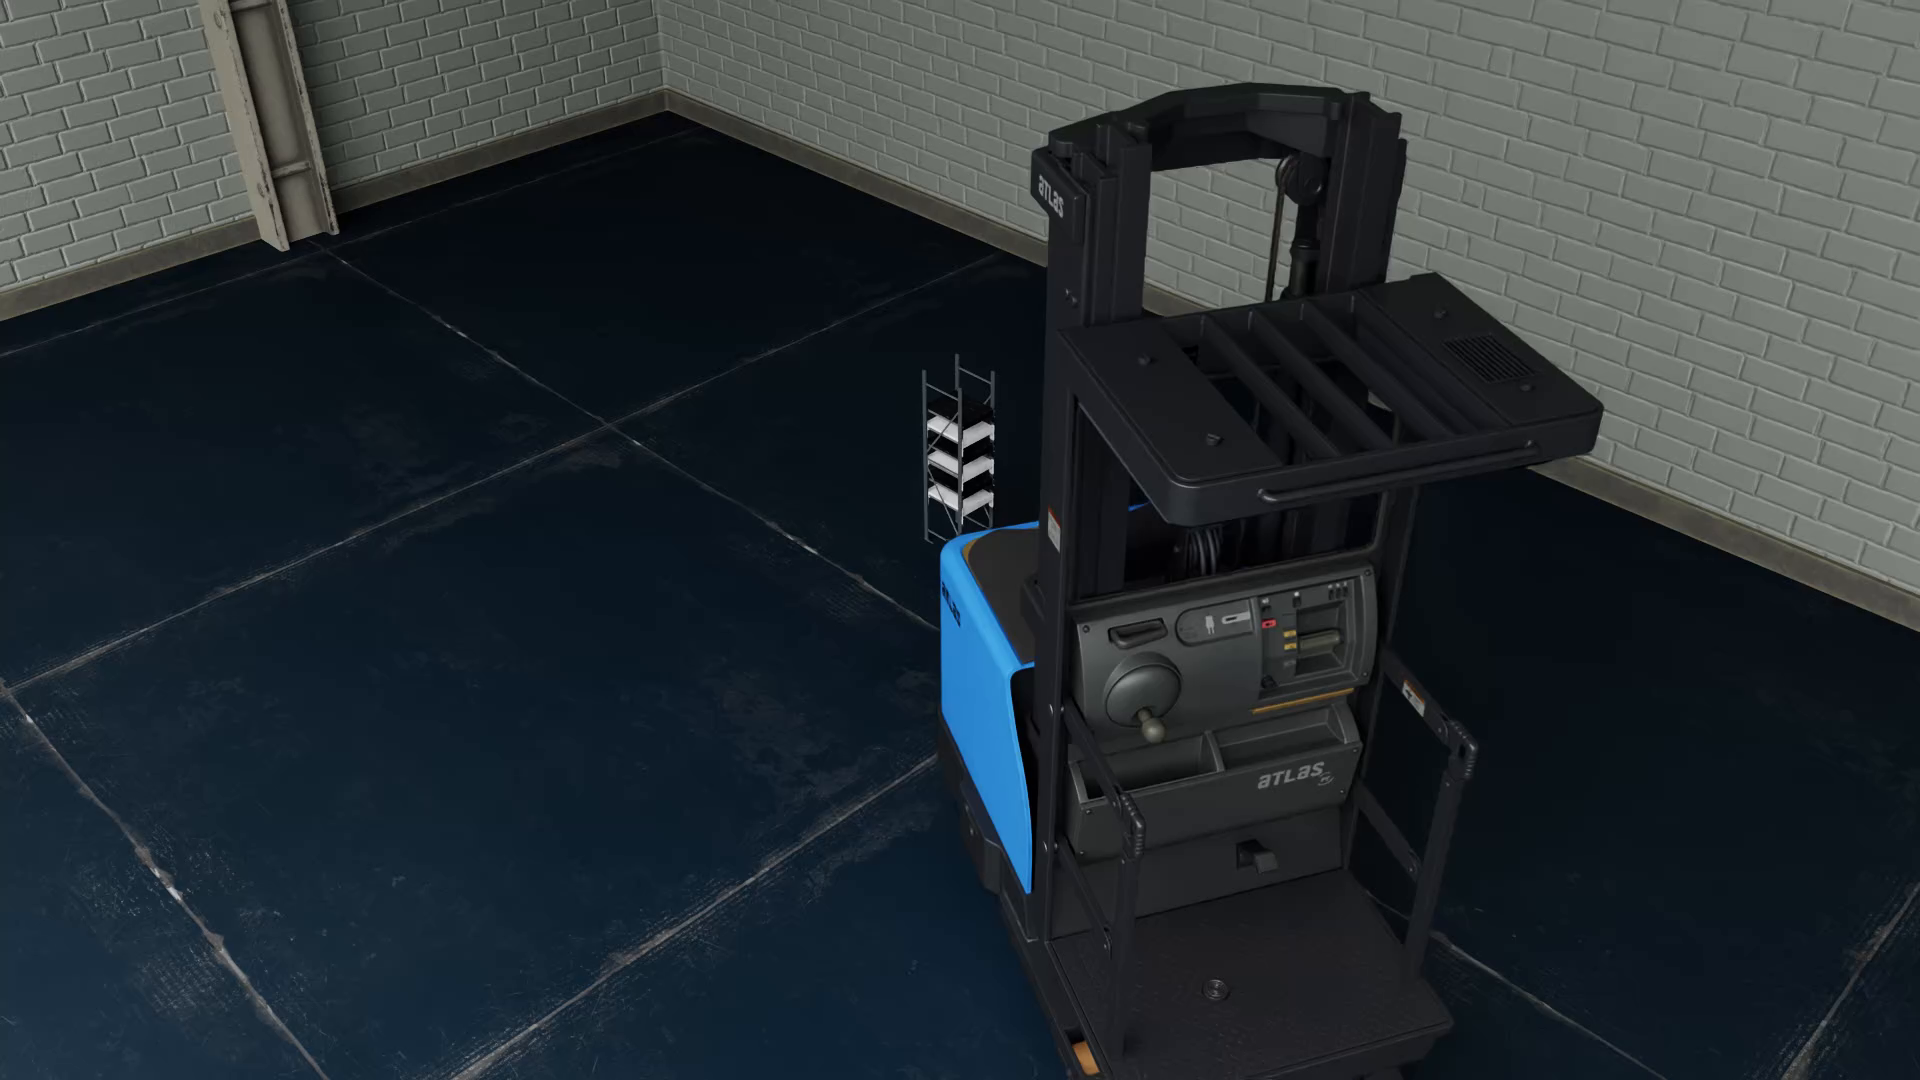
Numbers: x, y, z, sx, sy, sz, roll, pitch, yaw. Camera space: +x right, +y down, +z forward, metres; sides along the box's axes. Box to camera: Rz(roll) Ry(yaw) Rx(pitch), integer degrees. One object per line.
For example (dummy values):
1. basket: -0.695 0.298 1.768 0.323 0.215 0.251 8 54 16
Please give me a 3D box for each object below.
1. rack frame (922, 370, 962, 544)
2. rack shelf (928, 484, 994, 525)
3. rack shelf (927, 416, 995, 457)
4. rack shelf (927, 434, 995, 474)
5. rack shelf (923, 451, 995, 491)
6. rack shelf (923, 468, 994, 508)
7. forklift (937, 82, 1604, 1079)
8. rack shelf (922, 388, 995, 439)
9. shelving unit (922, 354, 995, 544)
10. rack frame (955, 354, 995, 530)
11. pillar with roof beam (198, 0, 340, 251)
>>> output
1. rack frame: -0.077 -0.325 7.429 0.240 0.900 0.006 30 45 35
2. rack shelf: -0.006 -0.191 7.610 0.258 0.077 0.200 30 45 35
3. rack shelf: -0.006 -0.486 7.404 0.258 0.077 0.200 30 45 35
4. rack shelf: -0.006 -0.412 7.455 0.258 0.077 0.200 30 45 35
5. rack shelf: -0.006 -0.338 7.507 0.258 0.077 0.200 30 45 35
6. rack shelf: -0.006 -0.265 7.558 0.258 0.077 0.200 30 45 35
7. forklift: 0.845 0.388 4.631 1.130 2.935 3.031 -10 36 -14
8. rack shelf: -0.006 -0.560 7.352 0.258 0.077 0.200 30 45 35
9. shelving unit: -0.006 -0.366 7.488 0.258 0.900 0.210 30 45 35
10. rack frame: 0.066 -0.407 7.547 0.240 0.900 0.006 30 45 35
11. pillar with roof beam: -1.120 -3.887 5.456 9.100 9.000 0.400 30 45 35
